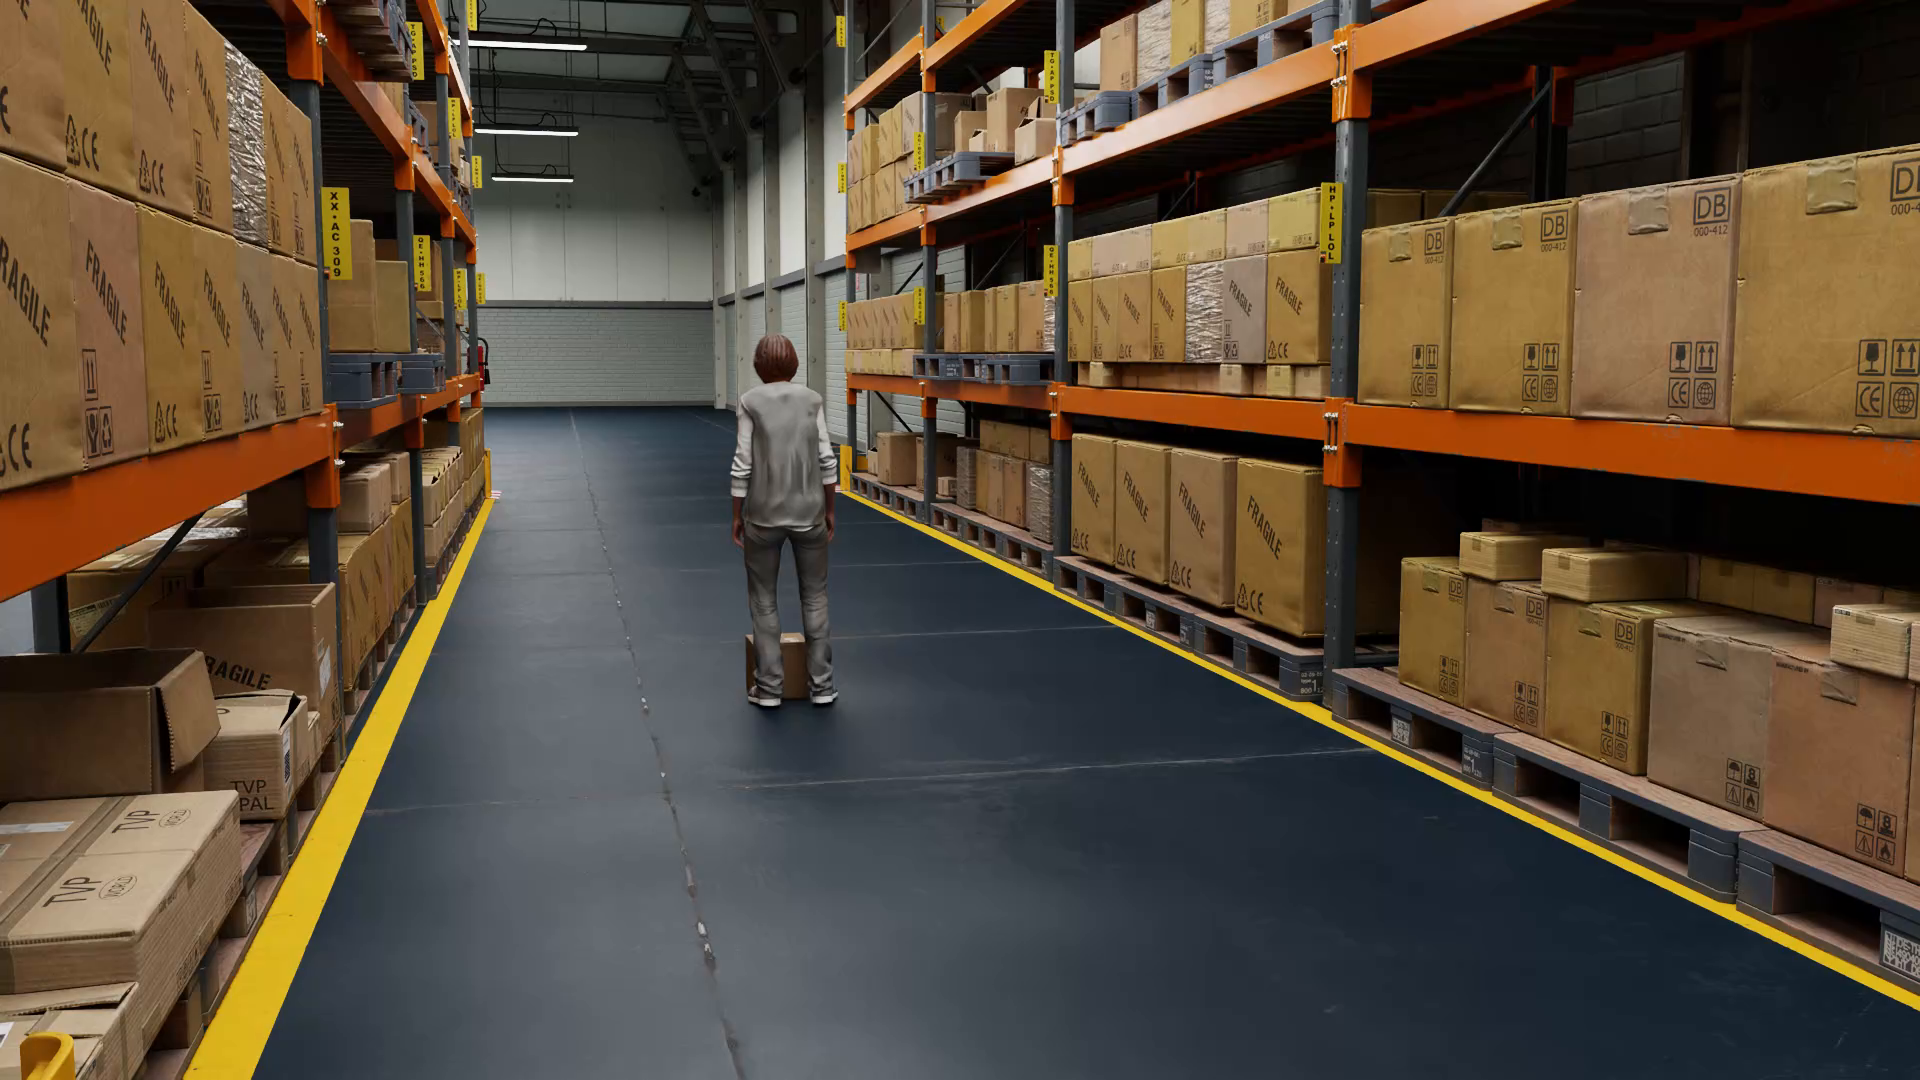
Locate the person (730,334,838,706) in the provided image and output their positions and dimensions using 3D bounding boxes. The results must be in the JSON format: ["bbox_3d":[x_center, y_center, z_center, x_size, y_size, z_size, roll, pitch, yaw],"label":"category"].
[{"bbox_3d":[-0.747,-0.080,7.105,0.476,1.592,0.348,-2,7,-17],"label":"person"}]
